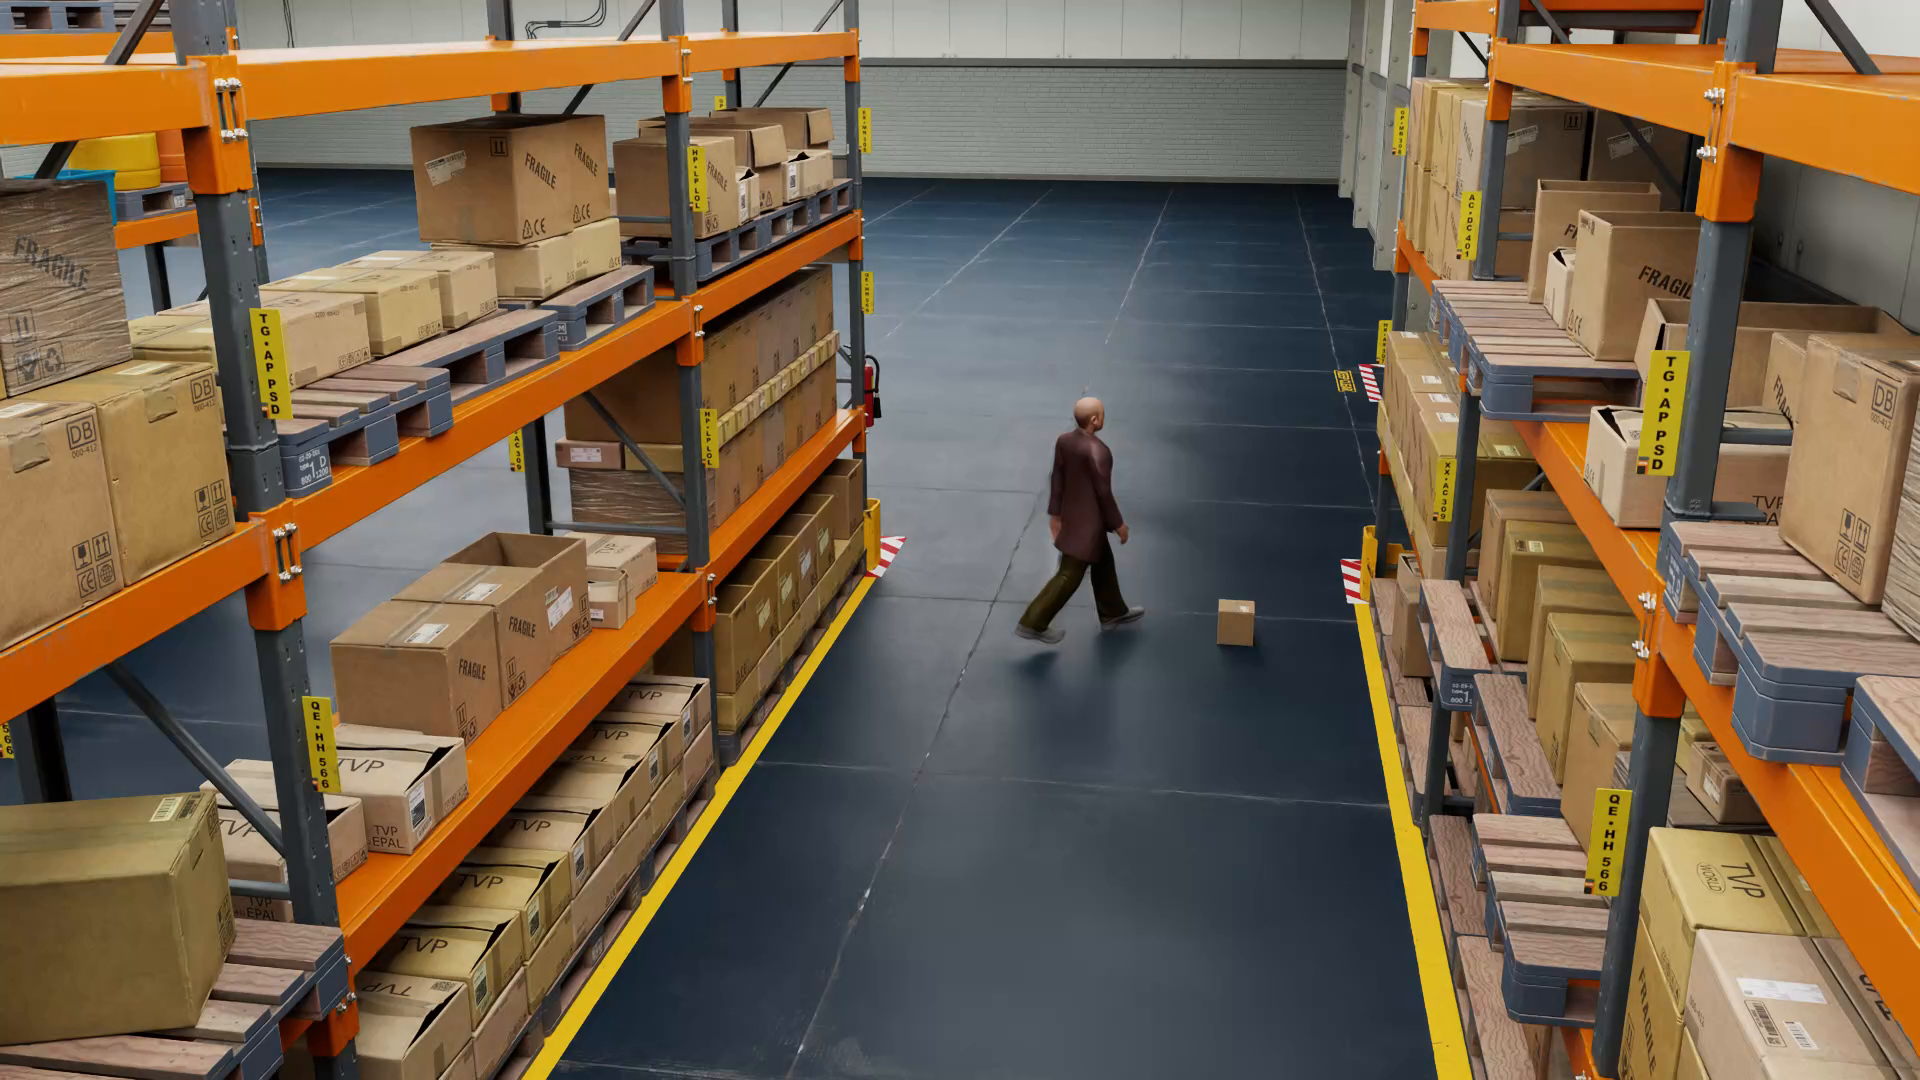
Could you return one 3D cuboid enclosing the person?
[{"bbox_3d":[0.876,-0.138,11.506,1.093,1.737,0.581,-6,19,-19],"label":"person"}]
